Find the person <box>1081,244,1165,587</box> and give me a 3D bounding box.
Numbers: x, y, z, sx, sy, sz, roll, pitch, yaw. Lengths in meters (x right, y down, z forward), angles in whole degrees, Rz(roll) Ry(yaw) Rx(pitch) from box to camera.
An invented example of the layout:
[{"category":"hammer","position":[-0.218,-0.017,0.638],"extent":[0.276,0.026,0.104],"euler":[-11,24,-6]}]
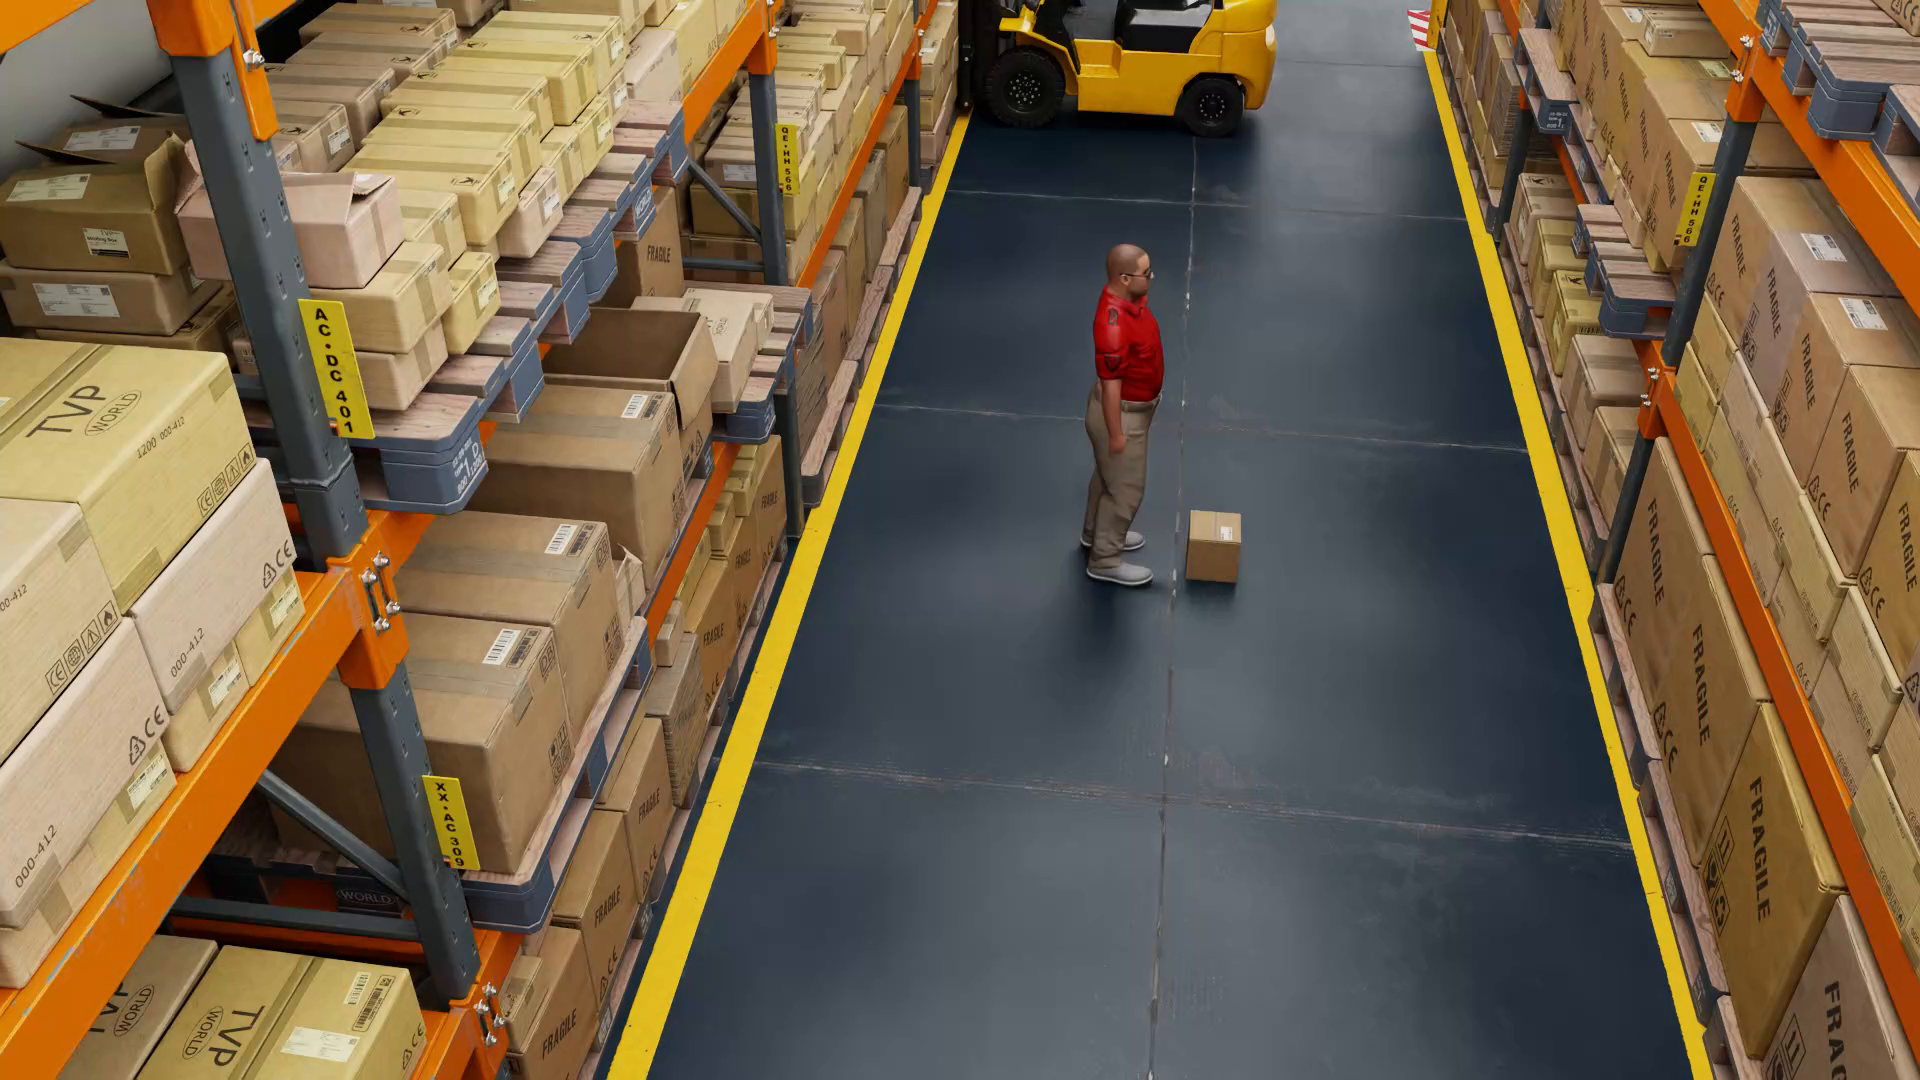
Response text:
[{"category":"person","position":[0.790,-0.605,7.896],"extent":[0.384,1.726,0.530],"euler":[5,36,7]}]
